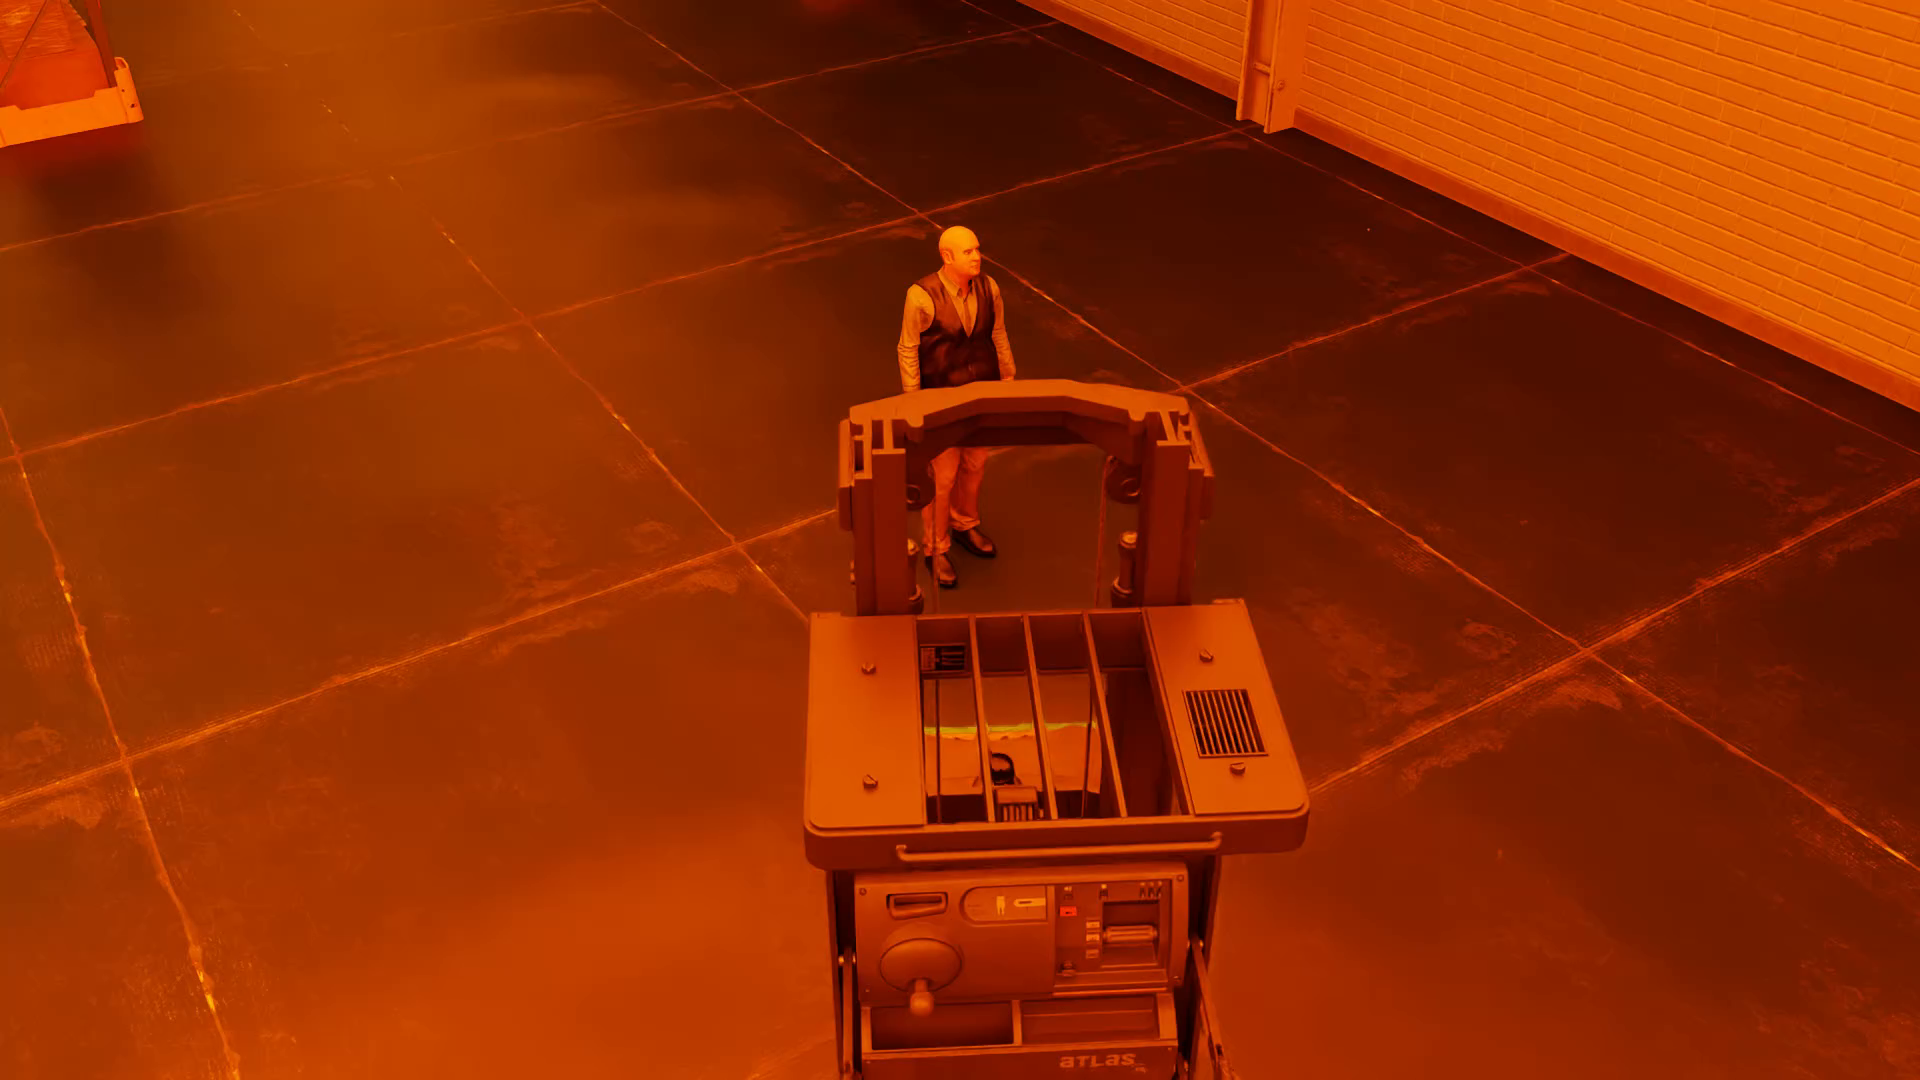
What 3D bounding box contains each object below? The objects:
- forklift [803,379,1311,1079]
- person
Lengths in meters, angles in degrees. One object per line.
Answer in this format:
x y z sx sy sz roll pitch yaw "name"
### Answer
0.188 1.177 4.472 1.130 2.935 3.031 -2 35 -3 "forklift"
0.028 -0.678 8.152 0.633 1.722 0.566 -21 40 -27 "person"
